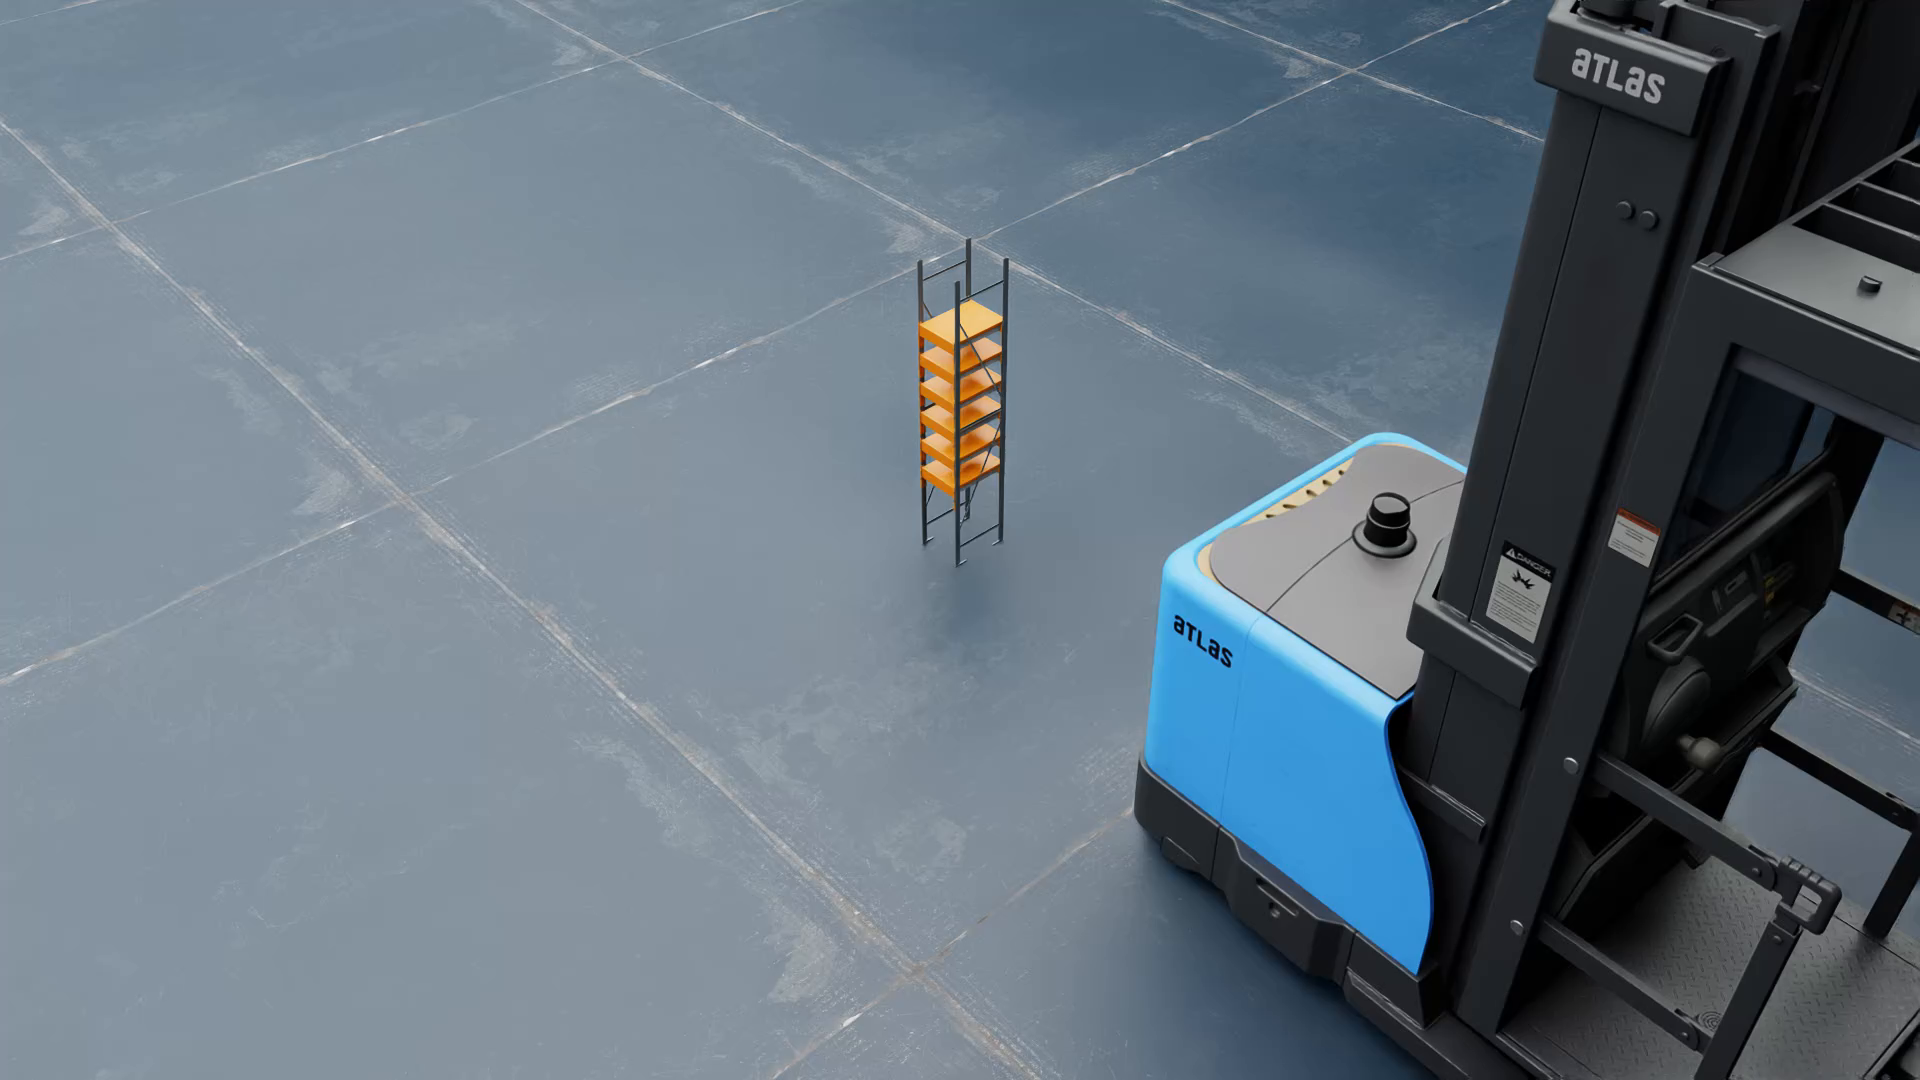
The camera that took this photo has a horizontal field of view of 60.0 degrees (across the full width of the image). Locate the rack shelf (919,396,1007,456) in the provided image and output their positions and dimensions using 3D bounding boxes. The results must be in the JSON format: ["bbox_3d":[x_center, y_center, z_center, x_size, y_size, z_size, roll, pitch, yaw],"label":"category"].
[{"bbox_3d":[0.010,-0.426,5.893,0.258,0.103,0.180,-30,48,-32],"label":"rack shelf"}]

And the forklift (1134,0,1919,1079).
[{"bbox_3d":[1.876,0.247,3.612,1.130,2.935,3.031,-28,47,-31],"label":"forklift"}]

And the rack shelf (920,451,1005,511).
[{"bbox_3d":[0.010,-0.239,6.043,0.258,0.103,0.180,-30,48,-32],"label":"rack shelf"}]

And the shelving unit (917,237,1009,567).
[{"bbox_3d":[0.010,-0.460,5.865,0.258,1.200,0.189,-30,48,-32],"label":"shelving unit"}]

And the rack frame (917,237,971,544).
[{"bbox_3d":[-0.052,-0.502,5.917,0.240,1.200,0.006,-30,48,-32],"label":"rack frame"}]

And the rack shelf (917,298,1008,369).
[{"bbox_3d":[0.010,-0.706,5.666,0.258,0.103,0.180,-30,48,-32],"label":"rack shelf"}]

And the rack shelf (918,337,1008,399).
[{"bbox_3d":[0.010,-0.612,5.742,0.258,0.103,0.180,-30,48,-32],"label":"rack shelf"}]

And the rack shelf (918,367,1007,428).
[{"bbox_3d":[0.010,-0.519,5.817,0.258,0.103,0.180,-30,48,-32],"label":"rack shelf"}]

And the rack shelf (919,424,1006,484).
[{"bbox_3d":[0.010,-0.332,5.968,0.258,0.103,0.180,-30,48,-32],"label":"rack shelf"}]

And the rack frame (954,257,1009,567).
[{"bbox_3d":[0.072,-0.418,5.812,0.240,1.200,0.006,-30,48,-32],"label":"rack frame"}]
